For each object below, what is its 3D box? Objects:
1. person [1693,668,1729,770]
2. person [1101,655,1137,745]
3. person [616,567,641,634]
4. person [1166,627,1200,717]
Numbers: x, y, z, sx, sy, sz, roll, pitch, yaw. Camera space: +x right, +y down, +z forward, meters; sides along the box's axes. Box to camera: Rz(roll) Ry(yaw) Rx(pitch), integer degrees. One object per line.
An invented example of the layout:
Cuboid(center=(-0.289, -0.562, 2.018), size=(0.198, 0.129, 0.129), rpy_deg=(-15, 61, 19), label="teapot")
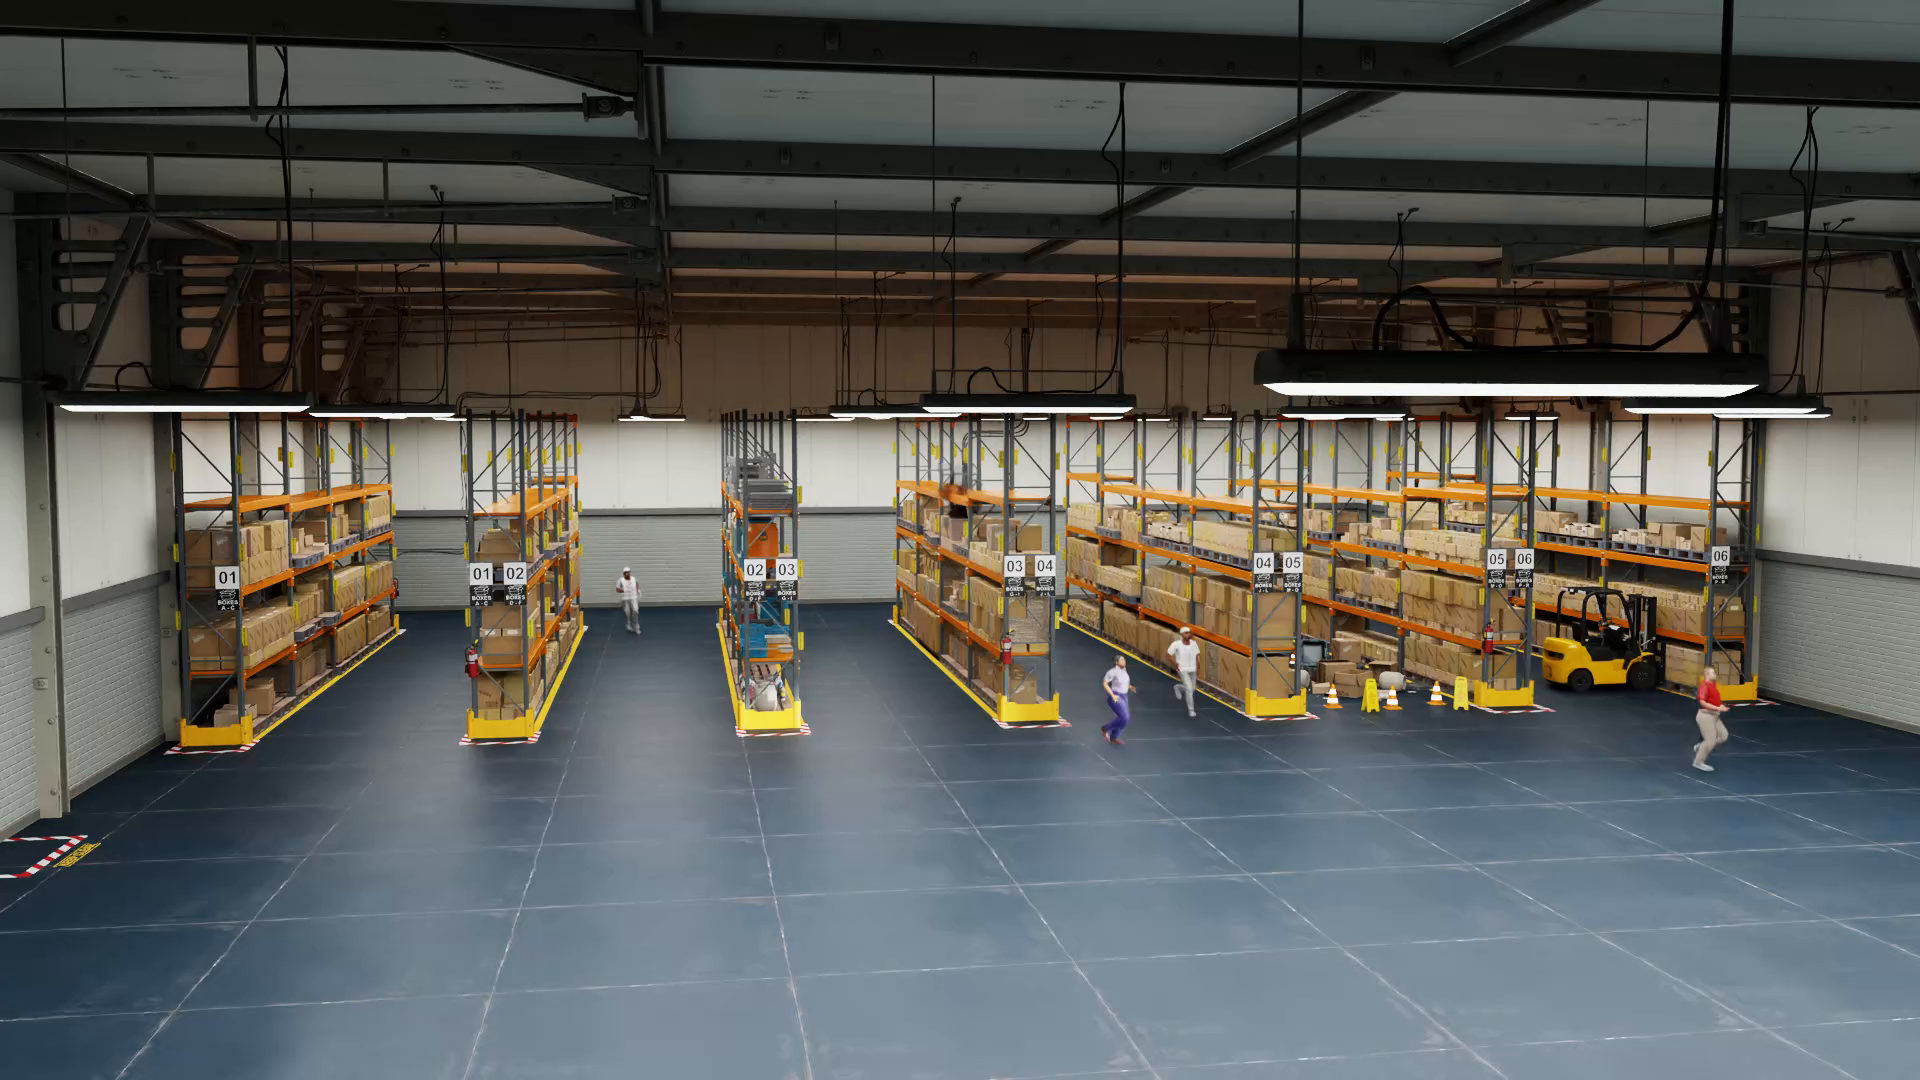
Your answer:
Cuboid(center=(12.436, 2.957, 27.487), size=(0.553, 1.696, 0.716), rpy_deg=(3, 5, 36), label="person")
Cuboid(center=(2.861, 2.852, 29.730), size=(0.567, 1.616, 0.594), rpy_deg=(2, 5, 32), label="person")
Cuboid(center=(-9.071, 1.663, 45.526), size=(0.709, 1.838, 0.758), rpy_deg=(-1, 4, -20), label="person")
Cuboid(center=(4.461, 2.583, 32.965), size=(0.689, 1.741, 0.933), rpy_deg=(-2, 4, -26), label="person")
